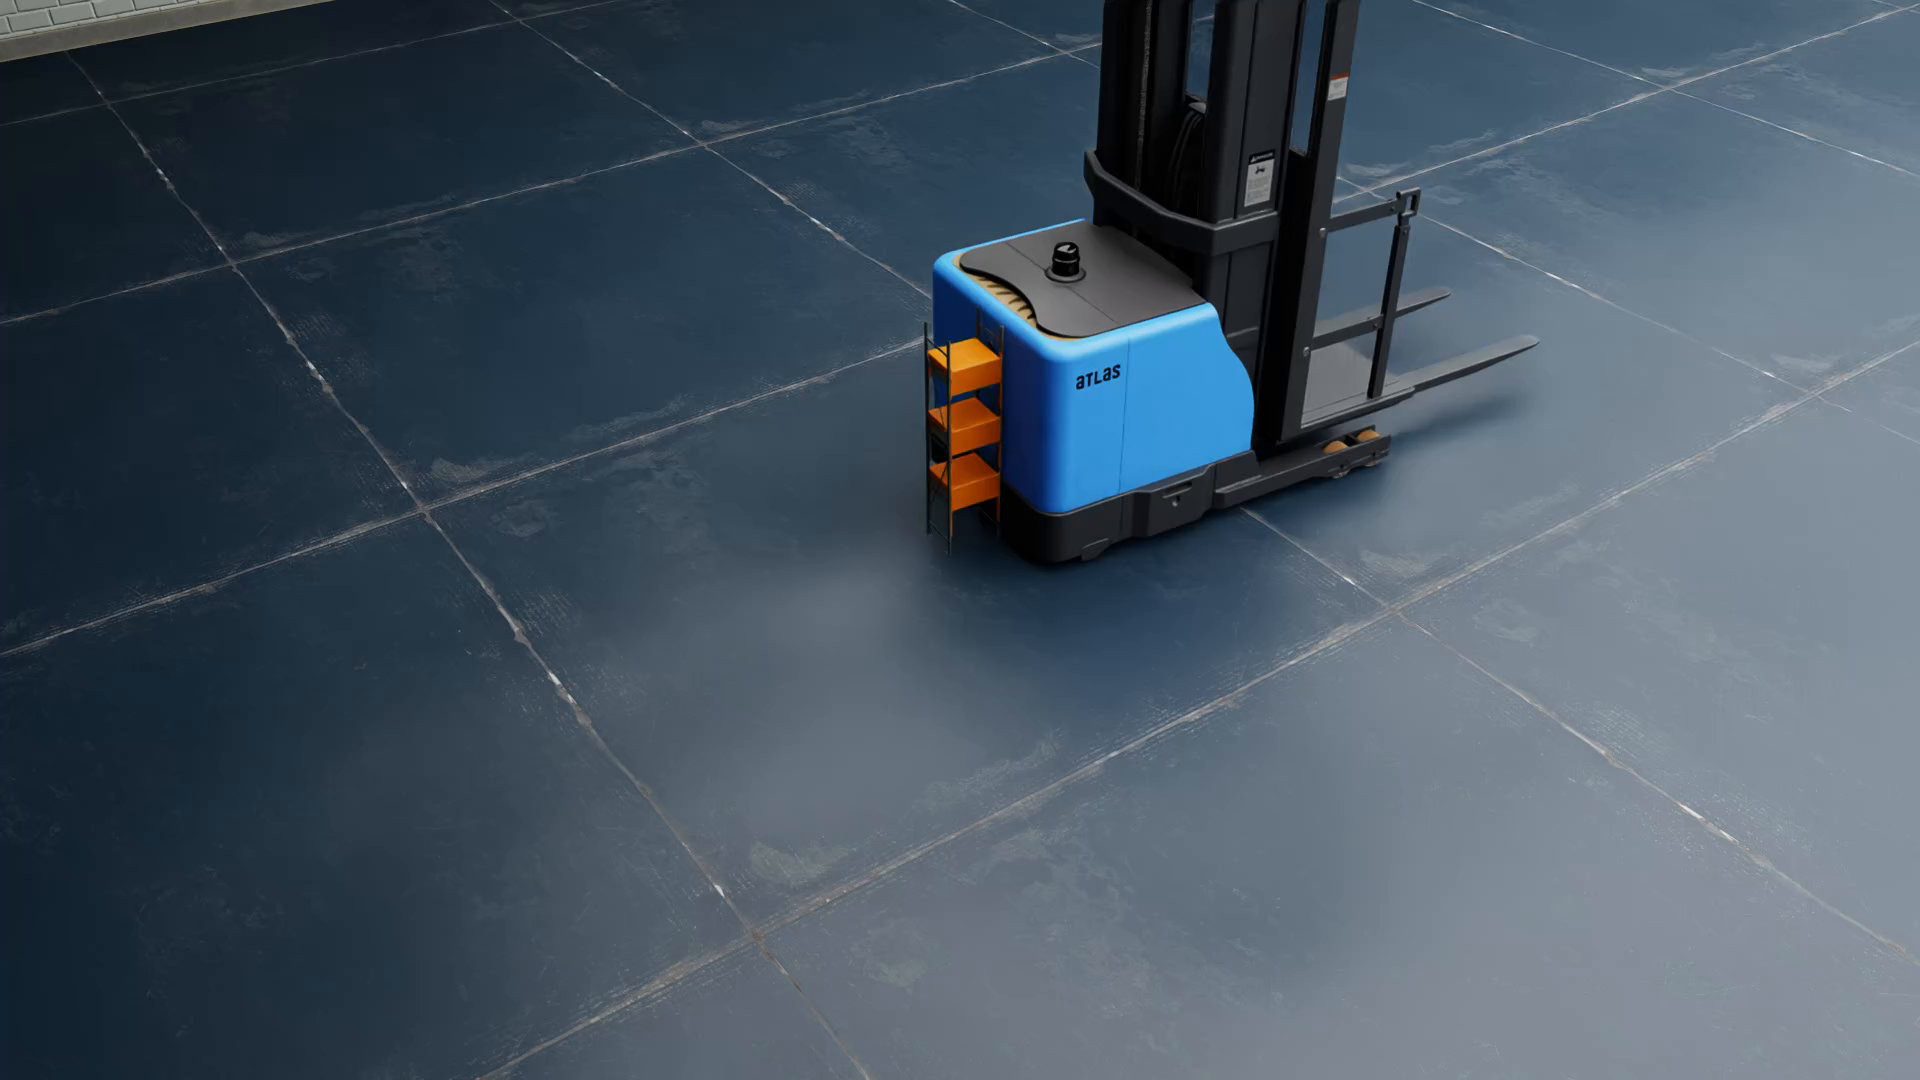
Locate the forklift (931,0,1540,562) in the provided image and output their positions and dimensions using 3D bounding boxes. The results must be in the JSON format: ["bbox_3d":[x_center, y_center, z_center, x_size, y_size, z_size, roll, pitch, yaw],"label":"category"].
[{"bbox_3d":[1.402,-1.723,7.135,3.031,2.935,1.130,-19,40,-24],"label":"forklift"}]

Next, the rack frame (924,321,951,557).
[{"bbox_3d":[-0.091,-0.402,6.910,0.008,1.050,0.200,-19,40,-24],"label":"rack frame"}]

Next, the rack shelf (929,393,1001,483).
[{"bbox_3d":[0.015,-0.429,6.966,0.240,0.259,0.215,-19,40,-24],"label":"rack shelf"}]

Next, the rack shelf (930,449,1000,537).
[{"bbox_3d":[0.015,-0.204,7.128,0.240,0.259,0.215,-19,40,-24],"label":"rack shelf"}]

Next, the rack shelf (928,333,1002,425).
[{"bbox_3d":[0.015,-0.660,6.800,0.240,0.259,0.215,-19,40,-24],"label":"rack shelf"}]

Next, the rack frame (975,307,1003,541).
[{"bbox_3d":[0.121,-0.474,7.009,0.008,1.050,0.200,-19,40,-24],"label":"rack frame"}]

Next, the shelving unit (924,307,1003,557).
[{"bbox_3d":[0.015,-0.438,6.960,0.252,1.050,0.215,-19,40,-24],"label":"shelving unit"}]
